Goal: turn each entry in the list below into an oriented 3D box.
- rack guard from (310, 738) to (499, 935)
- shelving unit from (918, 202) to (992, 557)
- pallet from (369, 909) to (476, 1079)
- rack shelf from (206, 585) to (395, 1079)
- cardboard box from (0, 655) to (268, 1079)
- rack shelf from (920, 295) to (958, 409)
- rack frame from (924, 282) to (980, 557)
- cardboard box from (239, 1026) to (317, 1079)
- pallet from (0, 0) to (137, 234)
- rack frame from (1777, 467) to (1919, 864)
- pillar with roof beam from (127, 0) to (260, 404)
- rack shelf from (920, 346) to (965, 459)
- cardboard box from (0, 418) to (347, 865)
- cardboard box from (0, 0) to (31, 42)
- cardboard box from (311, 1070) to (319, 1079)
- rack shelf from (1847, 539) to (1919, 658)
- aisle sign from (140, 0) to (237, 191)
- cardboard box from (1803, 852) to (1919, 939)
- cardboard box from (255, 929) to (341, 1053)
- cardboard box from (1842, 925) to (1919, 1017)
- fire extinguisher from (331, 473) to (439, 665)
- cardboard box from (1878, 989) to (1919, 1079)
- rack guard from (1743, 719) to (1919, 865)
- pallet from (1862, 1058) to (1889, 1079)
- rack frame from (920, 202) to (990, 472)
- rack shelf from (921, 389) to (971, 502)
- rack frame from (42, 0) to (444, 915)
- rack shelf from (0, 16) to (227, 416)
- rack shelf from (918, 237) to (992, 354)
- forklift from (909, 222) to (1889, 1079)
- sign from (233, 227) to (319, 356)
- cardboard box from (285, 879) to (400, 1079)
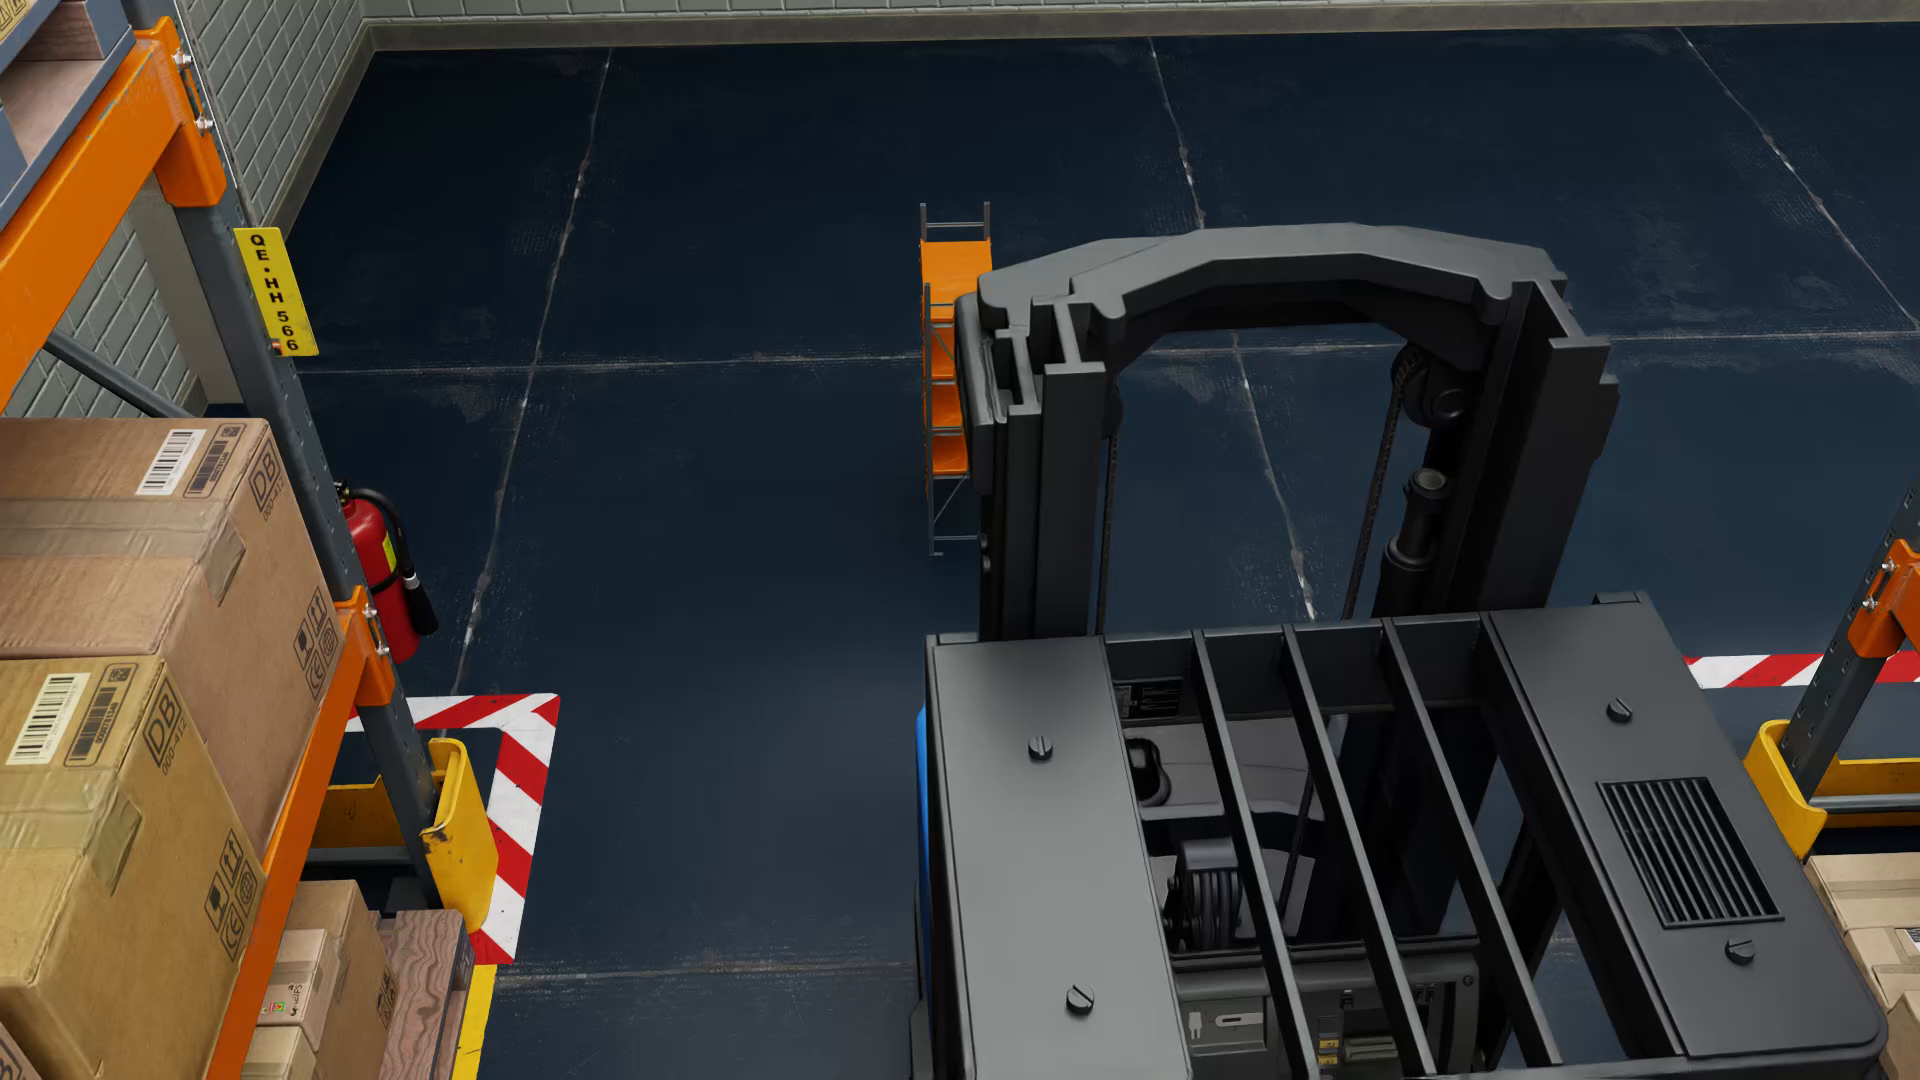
[{"bbox_3d":[-2.014,0.896,4.902,1.175,0.500,0.348,-2,43,-2],"label":"rack guard"},{"bbox_3d":[-0.007,-0.554,5.966,0.258,1.200,0.503,-2,43,-2],"label":"shelving unit"},{"bbox_3d":[-1.901,1.557,4.396,1.003,0.211,1.213,-2,43,-2],"label":"pallet"},{"bbox_3d":[-1.928,1.607,2.810,1.077,0.370,4.000,-2,43,-2],"label":"rack shelf"},{"bbox_3d":[-1.940,0.715,3.028,0.980,0.700,0.700,-2,43,-2],"label":"cardboard box"},{"bbox_3d":[-0.007,-0.669,5.861,0.258,0.148,0.480,-2,43,-2],"label":"rack shelf"},{"bbox_3d":[0.003,-0.389,5.787,0.240,1.200,0.015,-2,43,-2],"label":"rack frame"},{"bbox_3d":[-1.685,1.242,3.734,0.380,0.149,0.250,-1,43,-1],"label":"cardboard box"},{"bbox_3d":[-1.971,-0.581,2.510,1.003,0.211,1.213,-2,43,-2],"label":"pallet"},{"bbox_3d":[2.936,-0.154,4.198,1.000,3.000,0.127,-2,43,-2],"label":"rack frame"},{"bbox_3d":[1.309,-4.142,4.109,9.100,9.000,0.400,-2,43,-2],"label":"pillar with roof beam"},{"bbox_3d":[-0.007,-0.504,6.012,0.258,0.148,0.480,-2,43,-2],"label":"rack shelf"},{"bbox_3d":[-1.982,0.225,3.563,0.980,0.700,0.700,0,43,0],"label":"cardboard box"},{"bbox_3d":[-1.717,-0.764,2.370,0.500,0.250,0.500,0,43,0],"label":"cardboard box"},{"bbox_3d":[-1.862,1.565,3.862,0.700,0.500,0.500,-2,43,-2],"label":"cardboard box"},{"bbox_3d":[3.021,1.462,2.968,1.077,0.370,4.000,-2,43,-2],"label":"rack shelf"},{"bbox_3d":[-1.717,-1.024,3.224,0.394,0.787,0.004,-2,43,-2],"label":"aisle sign"},{"bbox_3d":[2.610,1.028,4.693,0.380,0.149,0.250,-2,43,-2],"label":"cardboard box"},{"bbox_3d":[-1.696,1.070,3.922,0.380,0.149,0.250,-2,43,-2],"label":"cardboard box"},{"bbox_3d":[2.621,1.190,4.503,0.380,0.166,0.250,-2,43,-2],"label":"cardboard box"},{"bbox_3d":[-1.559,0.042,4.317,0.296,0.674,0.183,-2,43,-2],"label":"fire extinguisher"},{"bbox_3d":[2.697,1.411,4.200,0.500,0.250,0.500,-2,43,-2],"label":"cardboard box"},{"bbox_3d":[2.939,0.819,4.986,1.175,0.500,0.348,-2,43,-2],"label":"rack guard"},{"bbox_3d":[2.974,1.464,4.497,1.003,0.211,1.213,-2,43,-2],"label":"pallet"},{"bbox_3d":[-0.017,-0.719,6.146,0.240,1.200,0.015,-2,43,-2],"label":"rack frame"},{"bbox_3d":[-0.007,-0.358,6.146,0.258,0.148,0.480,-2,43,-2],"label":"rack shelf"},{"bbox_3d":[-2.013,-0.009,4.040,1.000,3.000,0.127,-2,43,-2],"label":"rack frame"},{"bbox_3d":[-1.928,0.501,1.796,1.077,0.370,4.000,-2,43,-2],"label":"rack shelf"},{"bbox_3d":[-0.007,-0.844,5.701,0.258,0.148,0.480,-2,43,-2],"label":"rack shelf"},{"bbox_3d":[0.513,1.069,2.915,1.130,2.935,3.031,-3,43,-4],"label":"forklift"},{"bbox_3d":[-1.471,-0.529,3.575,0.100,0.325,0.005,-2,43,-2],"label":"sign"},{"bbox_3d":[-1.884,1.228,4.230,0.700,0.500,0.500,-2,43,-2],"label":"cardboard box"}]
